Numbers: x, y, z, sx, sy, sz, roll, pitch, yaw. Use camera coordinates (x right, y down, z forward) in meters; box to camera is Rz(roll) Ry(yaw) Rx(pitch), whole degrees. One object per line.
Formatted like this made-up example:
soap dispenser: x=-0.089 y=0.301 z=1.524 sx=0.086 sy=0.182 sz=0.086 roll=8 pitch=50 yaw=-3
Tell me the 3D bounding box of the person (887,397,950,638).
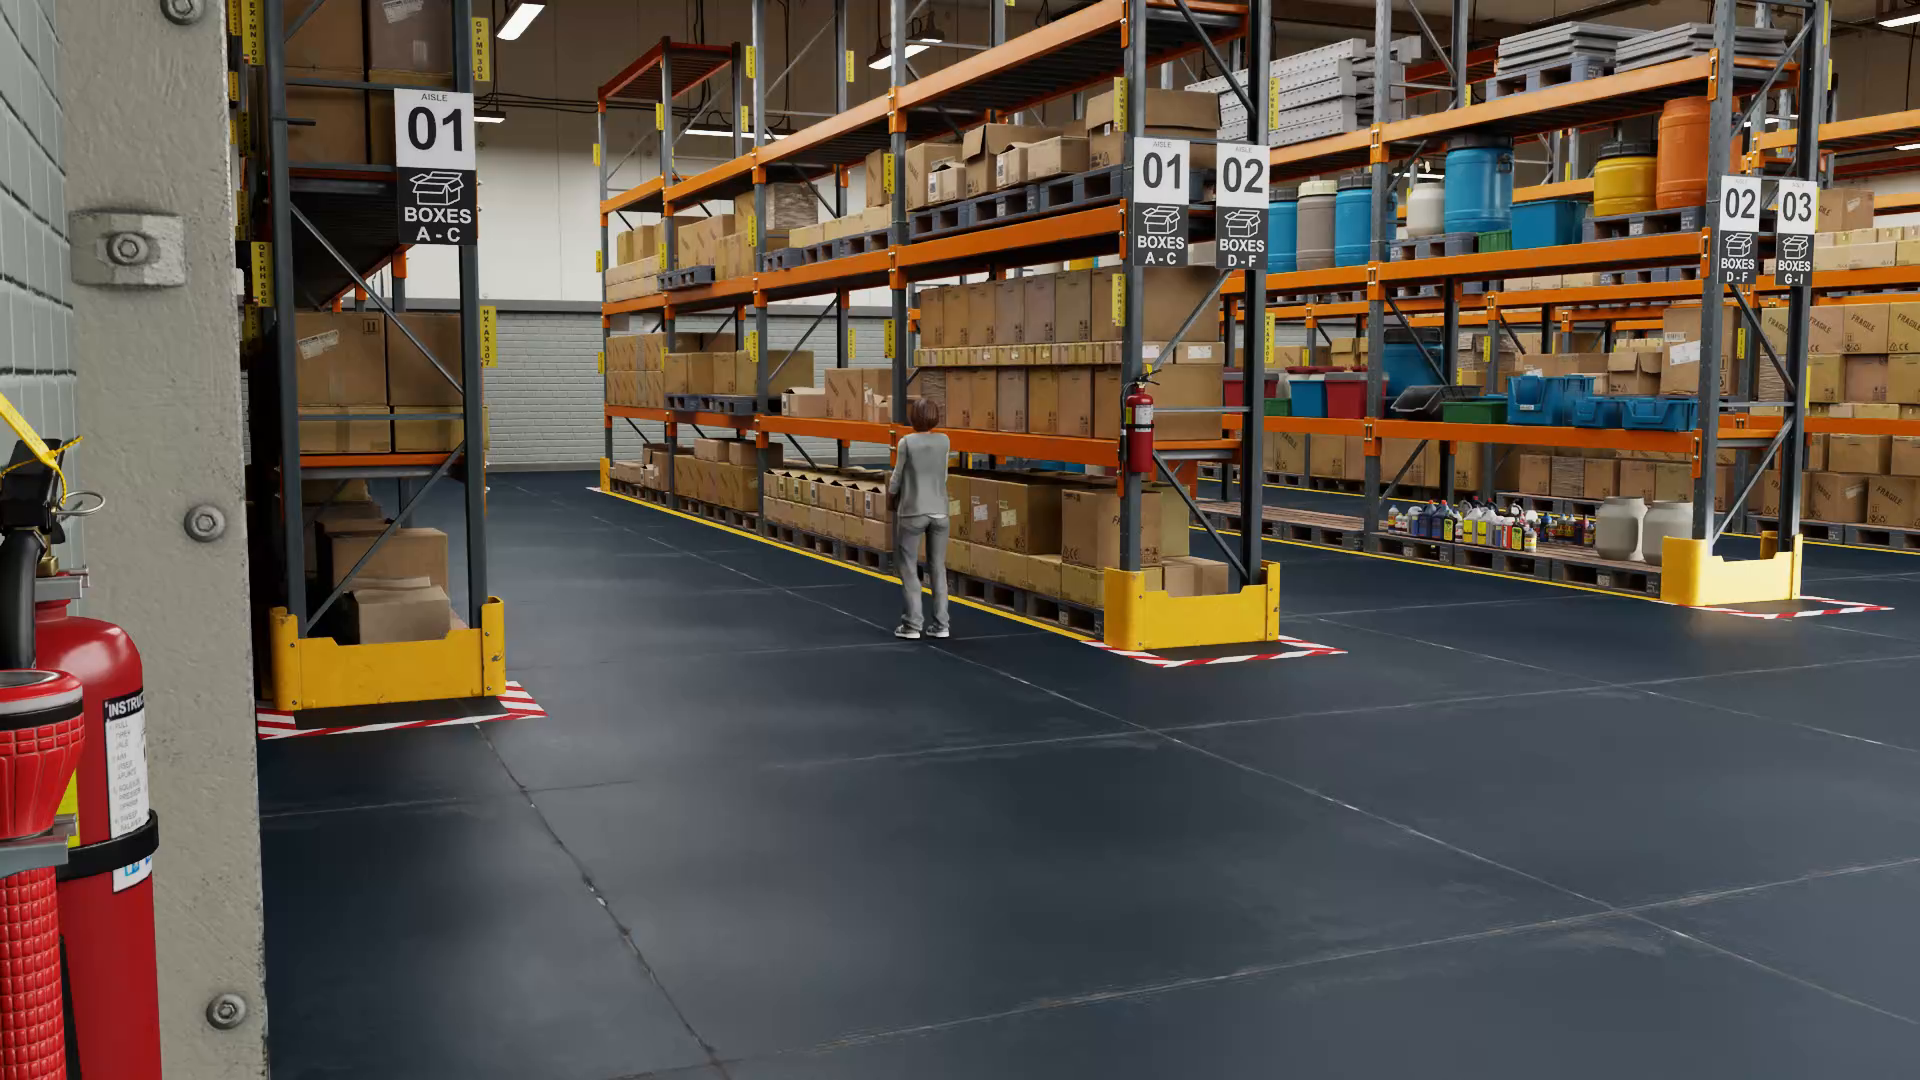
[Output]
person: x=-0.273 y=-0.148 z=10.976 sx=0.404 sy=1.590 sz=0.492 roll=-2 pitch=6 yaw=-23
